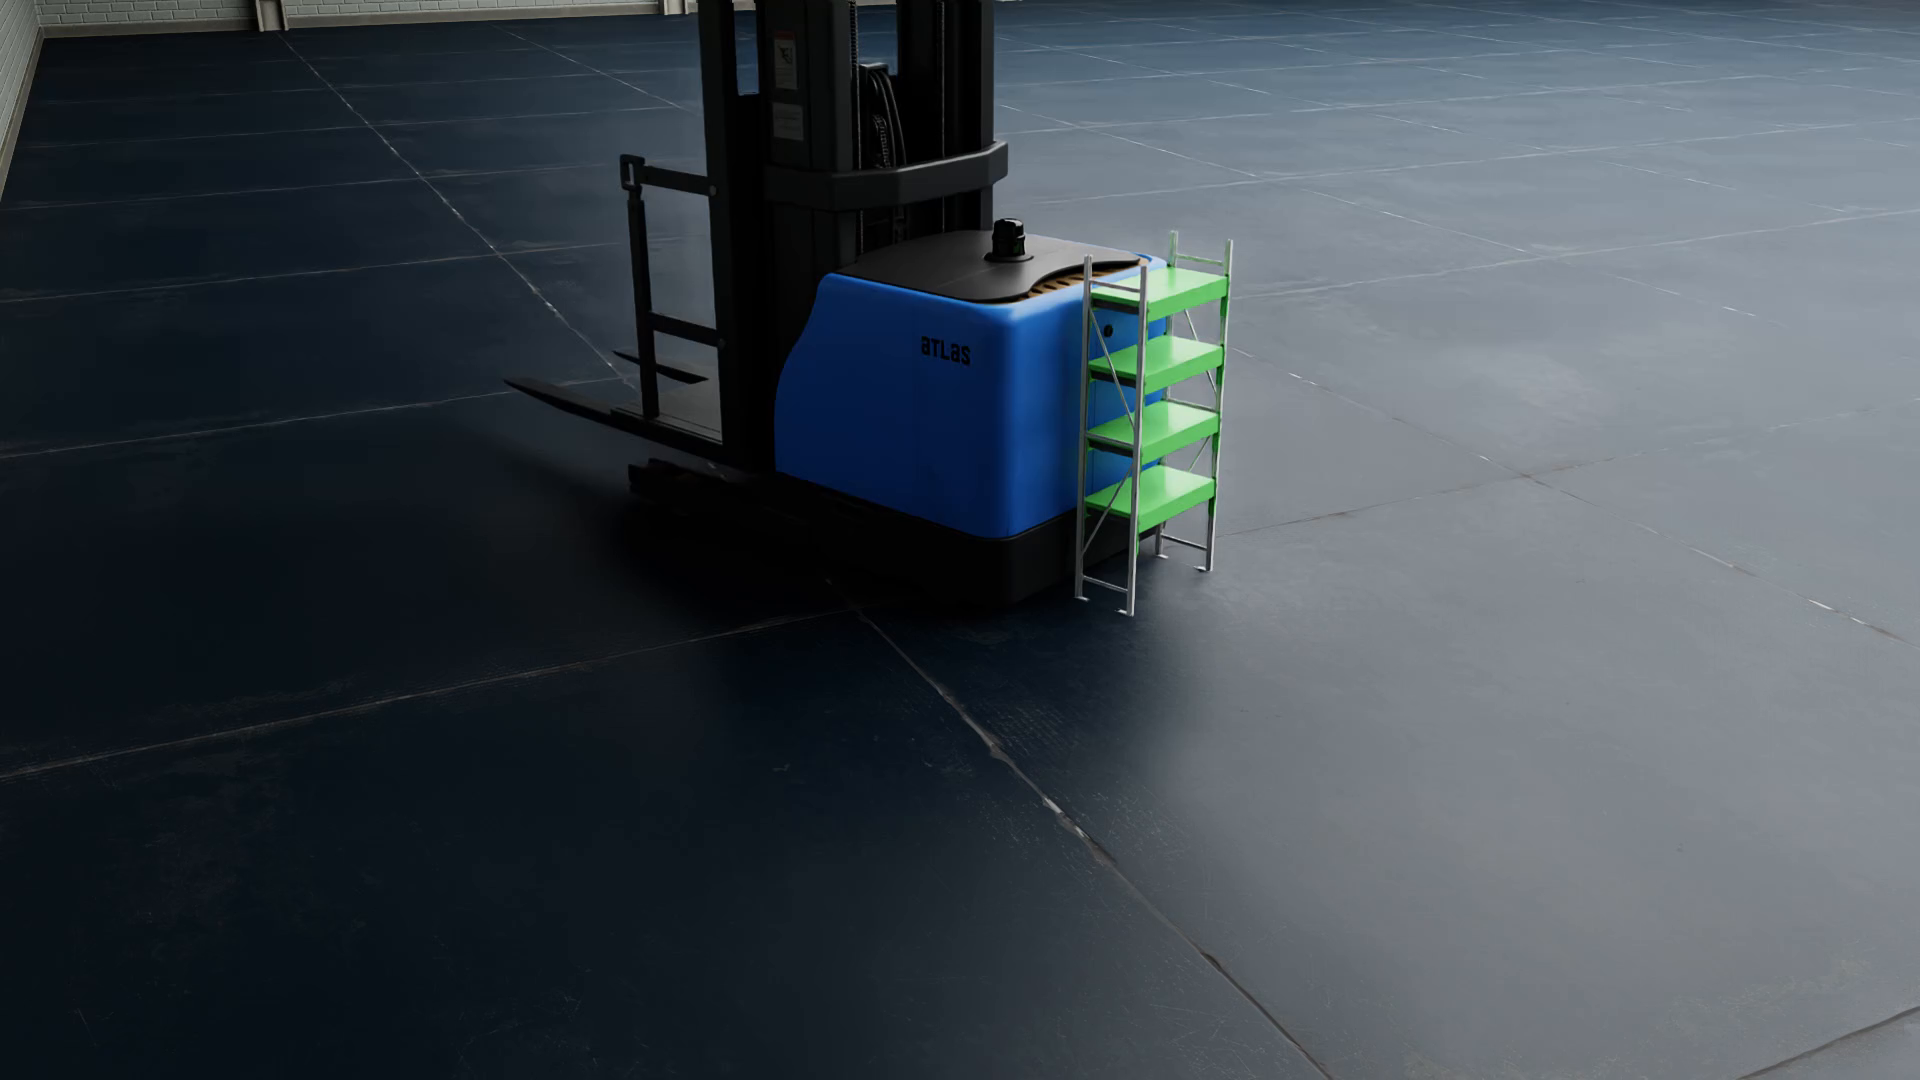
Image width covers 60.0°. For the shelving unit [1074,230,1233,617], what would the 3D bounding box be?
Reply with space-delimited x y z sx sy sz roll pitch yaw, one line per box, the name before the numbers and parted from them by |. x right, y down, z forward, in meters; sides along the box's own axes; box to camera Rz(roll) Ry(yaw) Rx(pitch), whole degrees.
shelving unit | 0.651 -0.397 5.640 0.258 1.200 0.503 18 29 37

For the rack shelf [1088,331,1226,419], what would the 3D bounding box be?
rack shelf | 0.651 -0.560 5.572 0.258 0.148 0.480 18 29 37

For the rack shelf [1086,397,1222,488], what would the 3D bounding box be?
rack shelf | 0.651 -0.338 5.664 0.258 0.148 0.480 18 29 37

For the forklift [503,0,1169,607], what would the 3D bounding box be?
forklift | -0.676 -1.580 6.235 3.031 2.935 1.130 18 29 37

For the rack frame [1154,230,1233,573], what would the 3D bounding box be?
rack frame | 0.810 -0.468 5.811 0.240 1.200 0.015 18 29 37

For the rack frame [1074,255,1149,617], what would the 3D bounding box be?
rack frame | 0.493 -0.326 5.469 0.240 1.200 0.015 18 29 37

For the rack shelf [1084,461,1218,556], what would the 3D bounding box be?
rack shelf | 0.651 -0.116 5.756 0.258 0.148 0.480 18 29 37

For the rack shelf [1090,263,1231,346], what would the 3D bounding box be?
rack shelf | 0.651 -0.781 5.481 0.258 0.148 0.480 18 29 37

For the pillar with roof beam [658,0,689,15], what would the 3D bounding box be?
pillar with roof beam | -2.704 -11.081 21.254 0.400 9.000 9.100 -10 25 -24

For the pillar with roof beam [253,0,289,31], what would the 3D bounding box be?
pillar with roof beam | -8.111 -10.086 18.850 0.400 9.000 9.100 -10 25 -24
